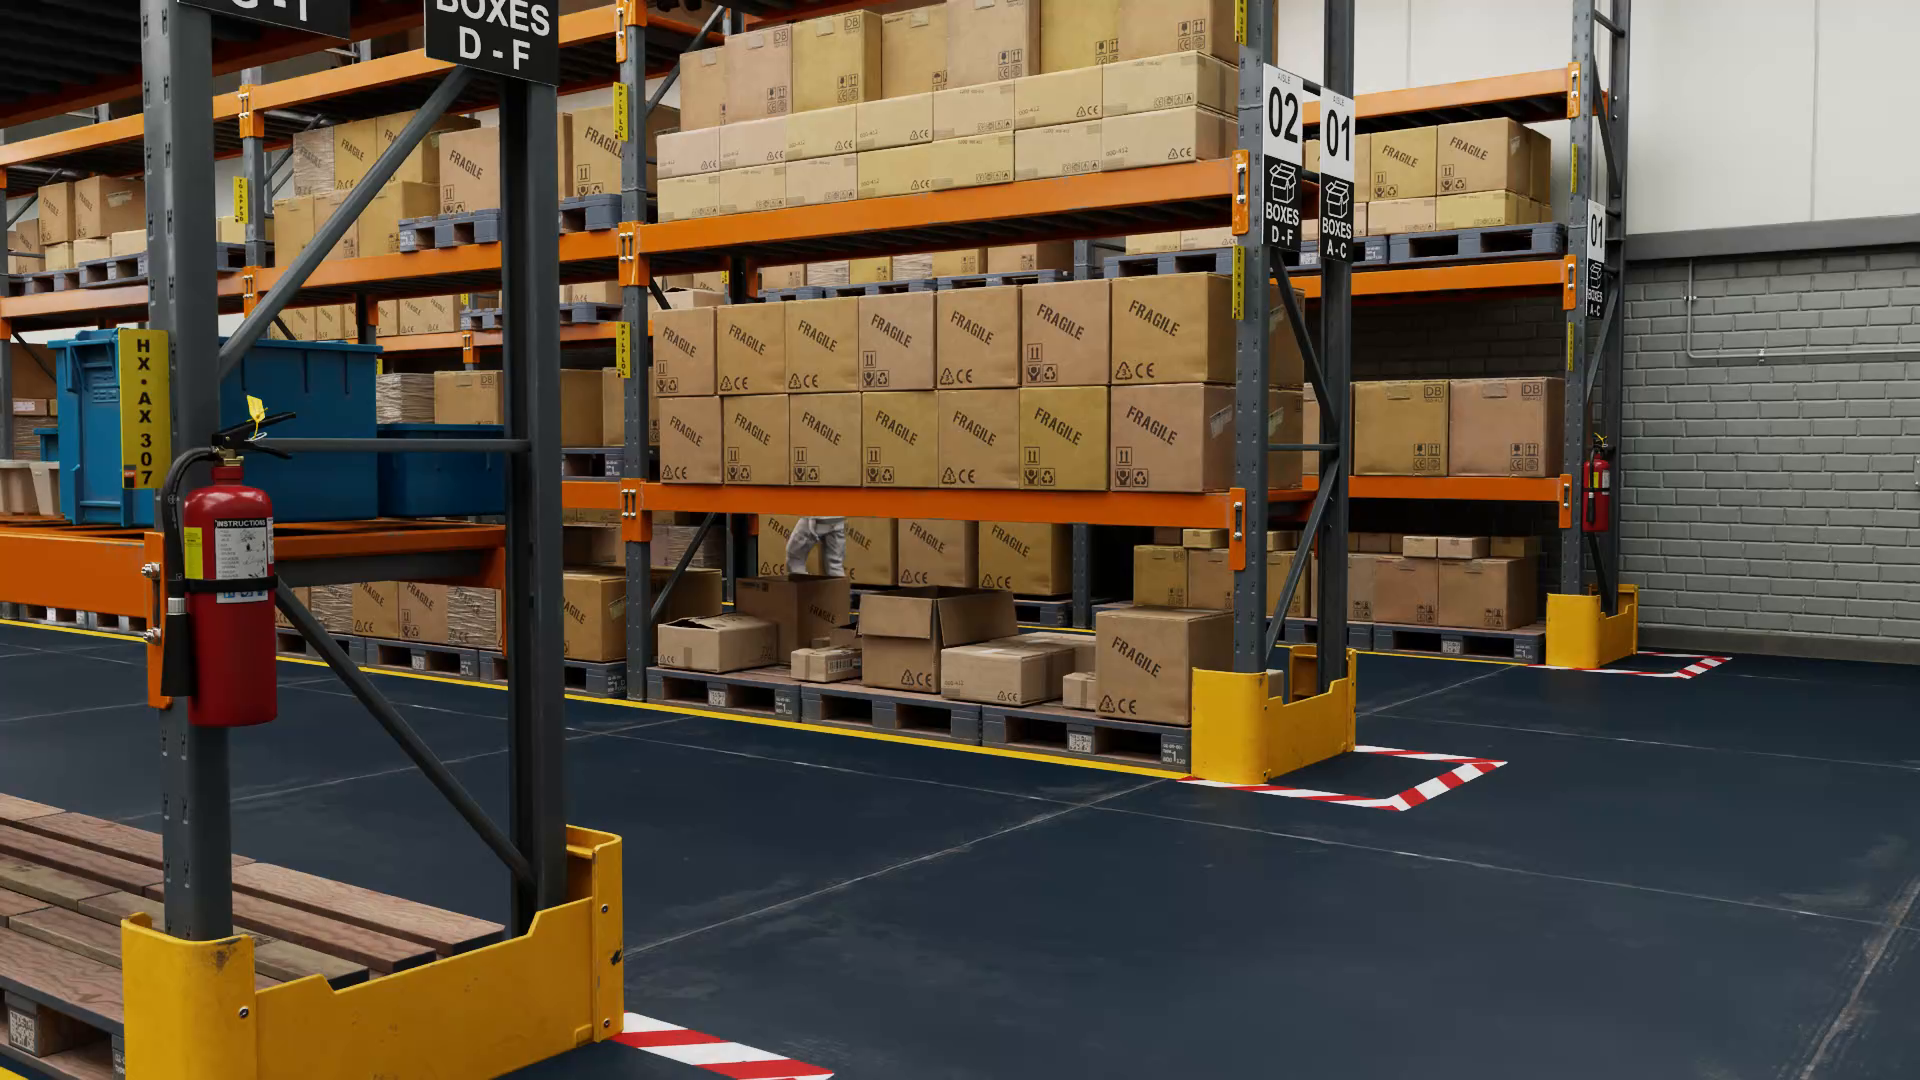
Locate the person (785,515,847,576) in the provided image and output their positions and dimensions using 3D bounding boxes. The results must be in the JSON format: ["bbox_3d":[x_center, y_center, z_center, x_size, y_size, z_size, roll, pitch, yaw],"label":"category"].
[{"bbox_3d":[-1.134,-0.134,13.614,0.537,1.838,0.502,-3,4,-43],"label":"person"}]
